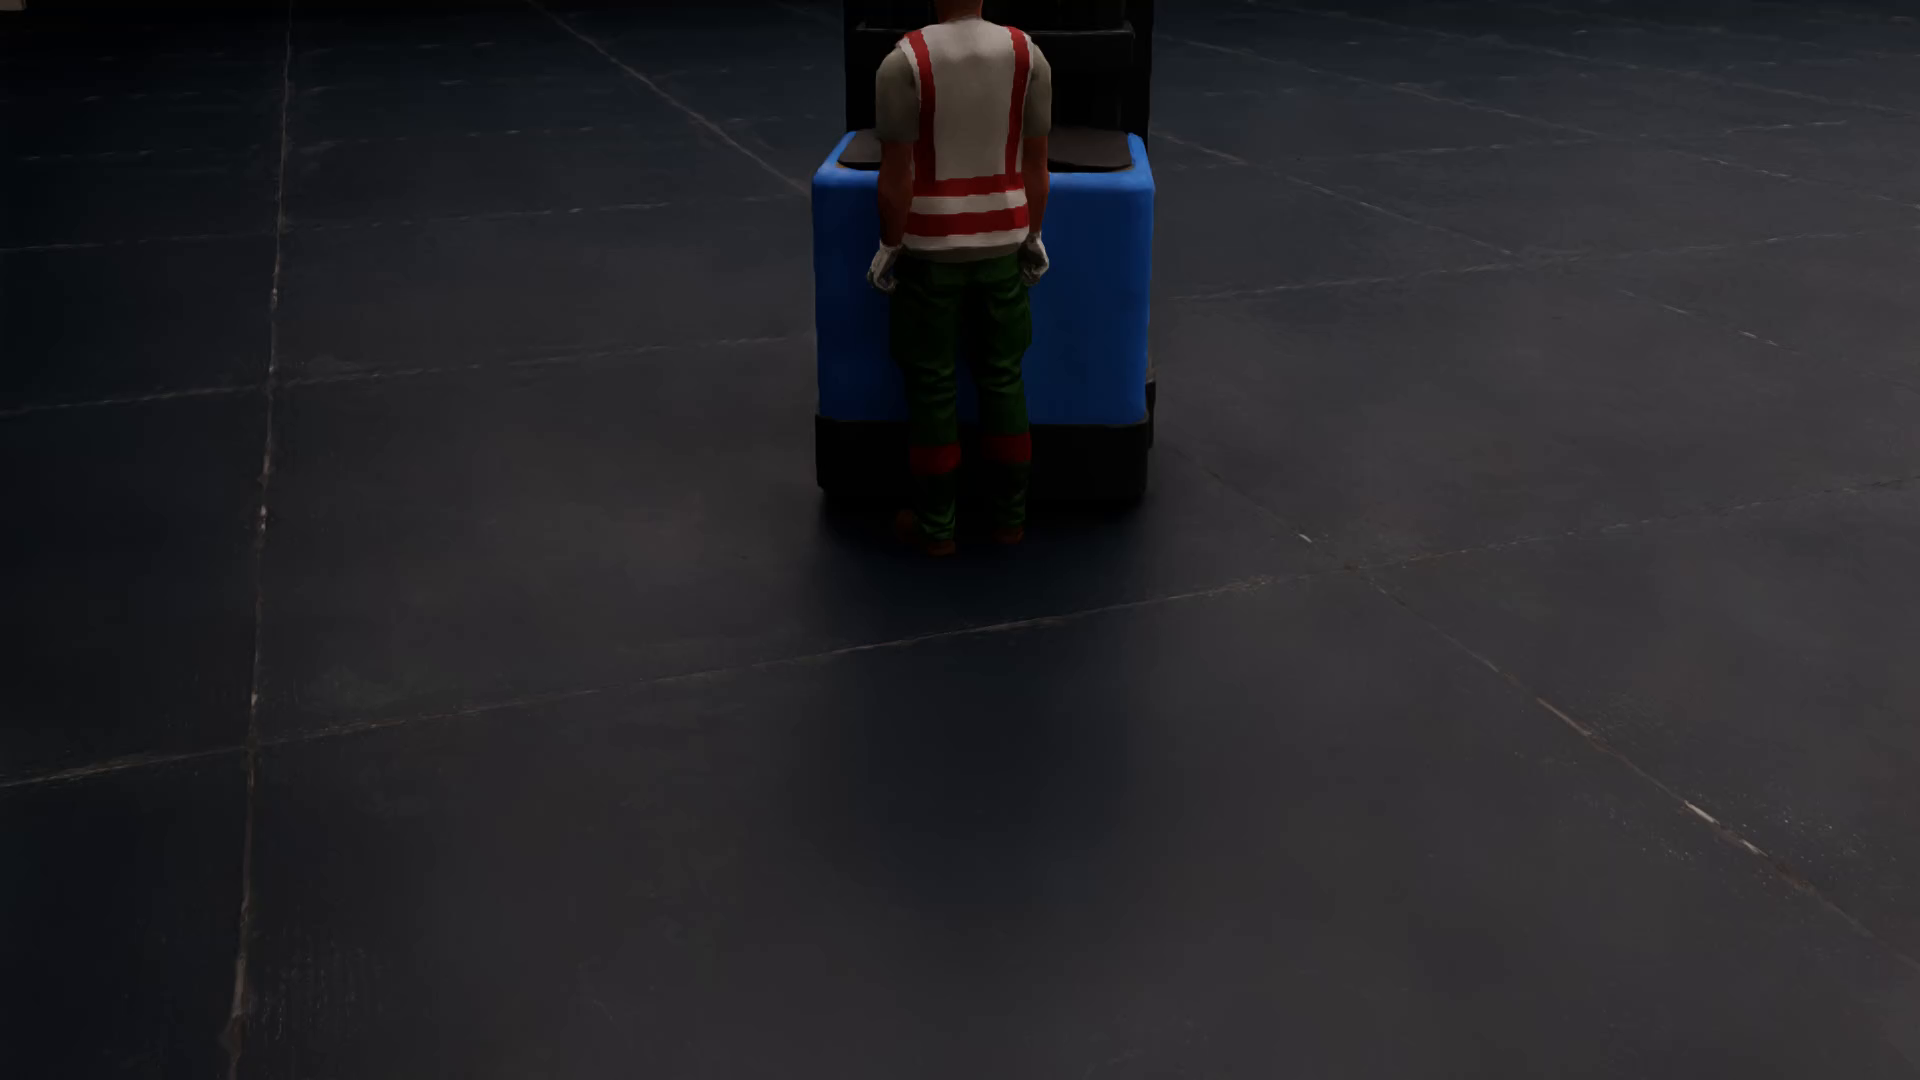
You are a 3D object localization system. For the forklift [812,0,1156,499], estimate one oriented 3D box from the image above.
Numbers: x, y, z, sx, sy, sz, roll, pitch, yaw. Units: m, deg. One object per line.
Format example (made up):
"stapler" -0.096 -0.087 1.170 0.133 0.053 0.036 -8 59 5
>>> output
"forklift" 0.149 -2.007 6.070 1.130 2.935 3.031 1 23 3

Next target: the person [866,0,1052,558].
"person" -0.008 -0.833 4.750 0.540 1.795 0.349 -8 24 -18
